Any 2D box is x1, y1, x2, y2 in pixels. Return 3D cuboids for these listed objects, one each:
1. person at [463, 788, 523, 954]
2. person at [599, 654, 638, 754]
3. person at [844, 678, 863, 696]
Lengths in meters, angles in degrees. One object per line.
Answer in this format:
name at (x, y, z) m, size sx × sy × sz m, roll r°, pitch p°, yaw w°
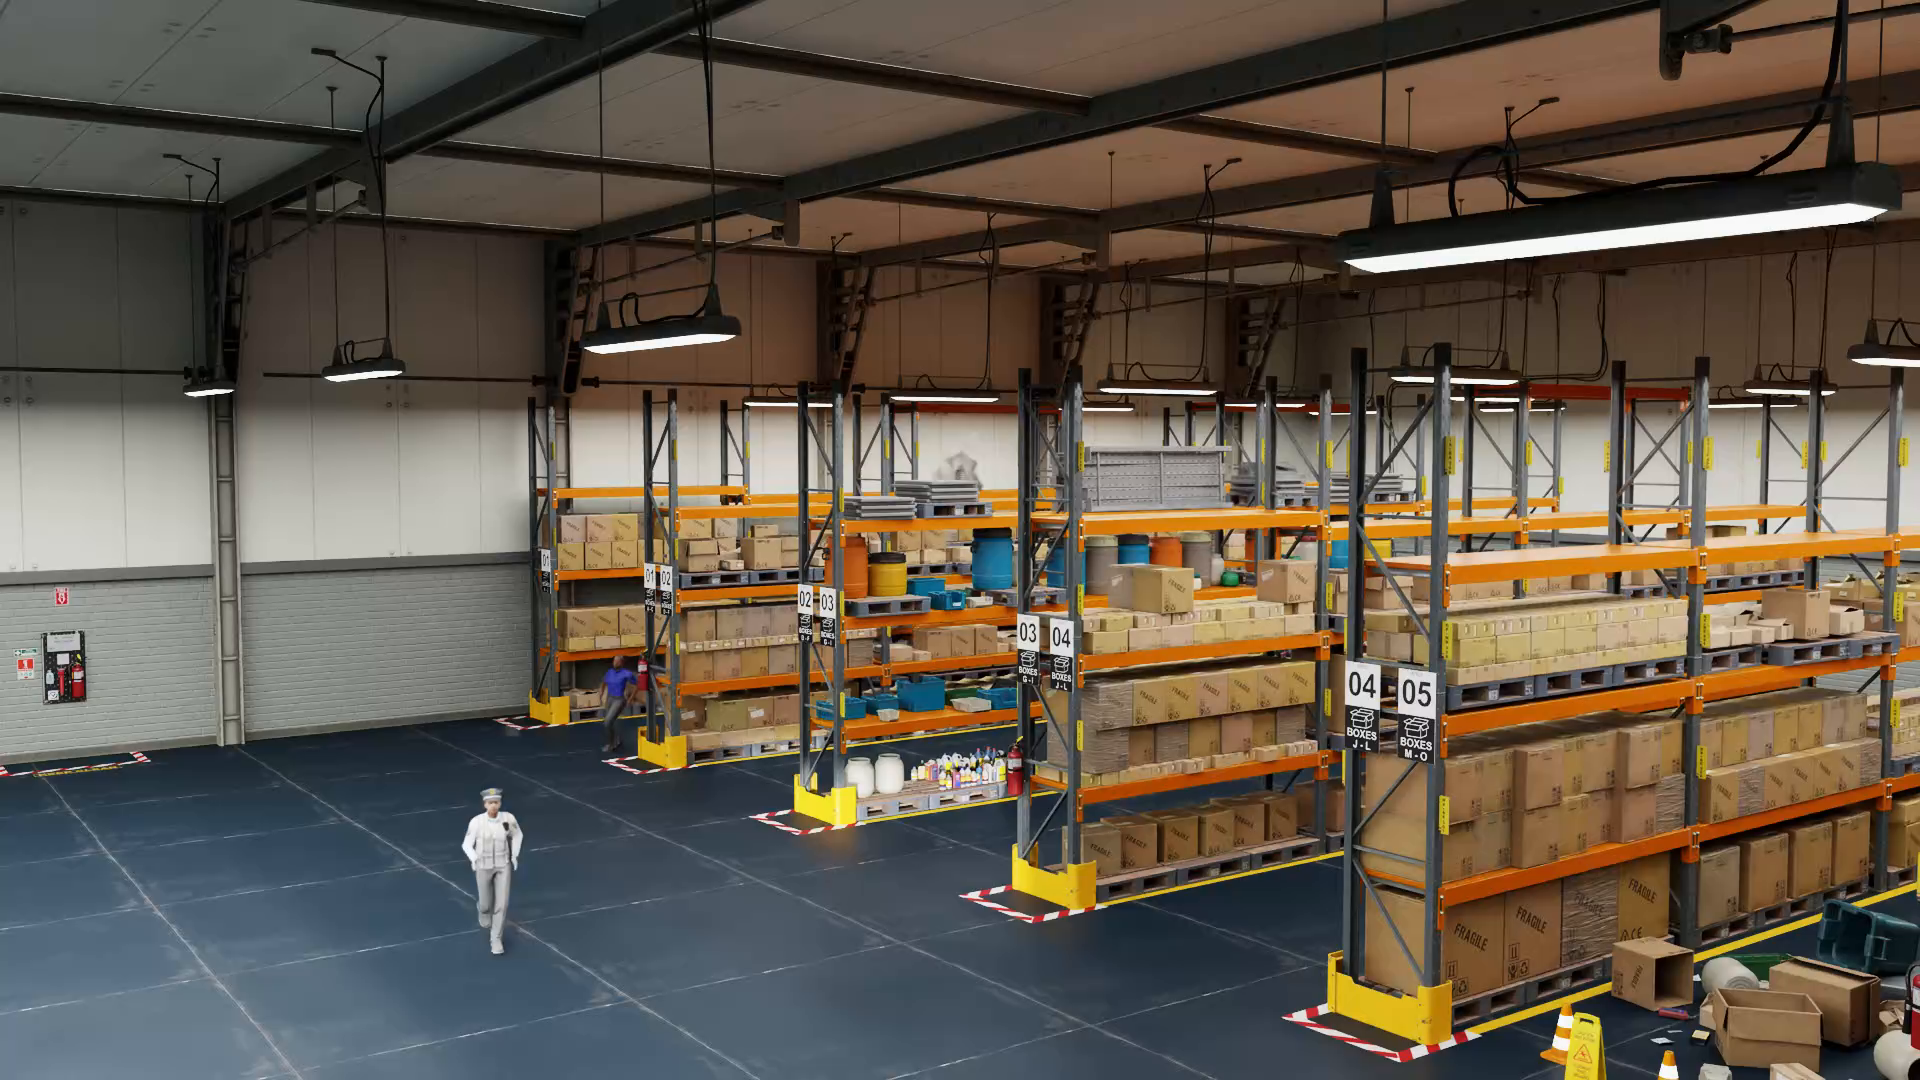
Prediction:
person at (-4.781, 3.332, 17.046) m, size 0.607 × 1.663 × 0.769 m, roll -1°, pitch 4°, yaw -21°
person at (-5.722, 2.730, 27.697) m, size 0.661 × 1.661 × 0.657 m, roll 2°, pitch 4°, yaw 28°
person at (-2.100, 2.502, 31.077) m, size 0.918 × 1.624 × 0.615 m, roll -3°, pitch 4°, yaw -39°
